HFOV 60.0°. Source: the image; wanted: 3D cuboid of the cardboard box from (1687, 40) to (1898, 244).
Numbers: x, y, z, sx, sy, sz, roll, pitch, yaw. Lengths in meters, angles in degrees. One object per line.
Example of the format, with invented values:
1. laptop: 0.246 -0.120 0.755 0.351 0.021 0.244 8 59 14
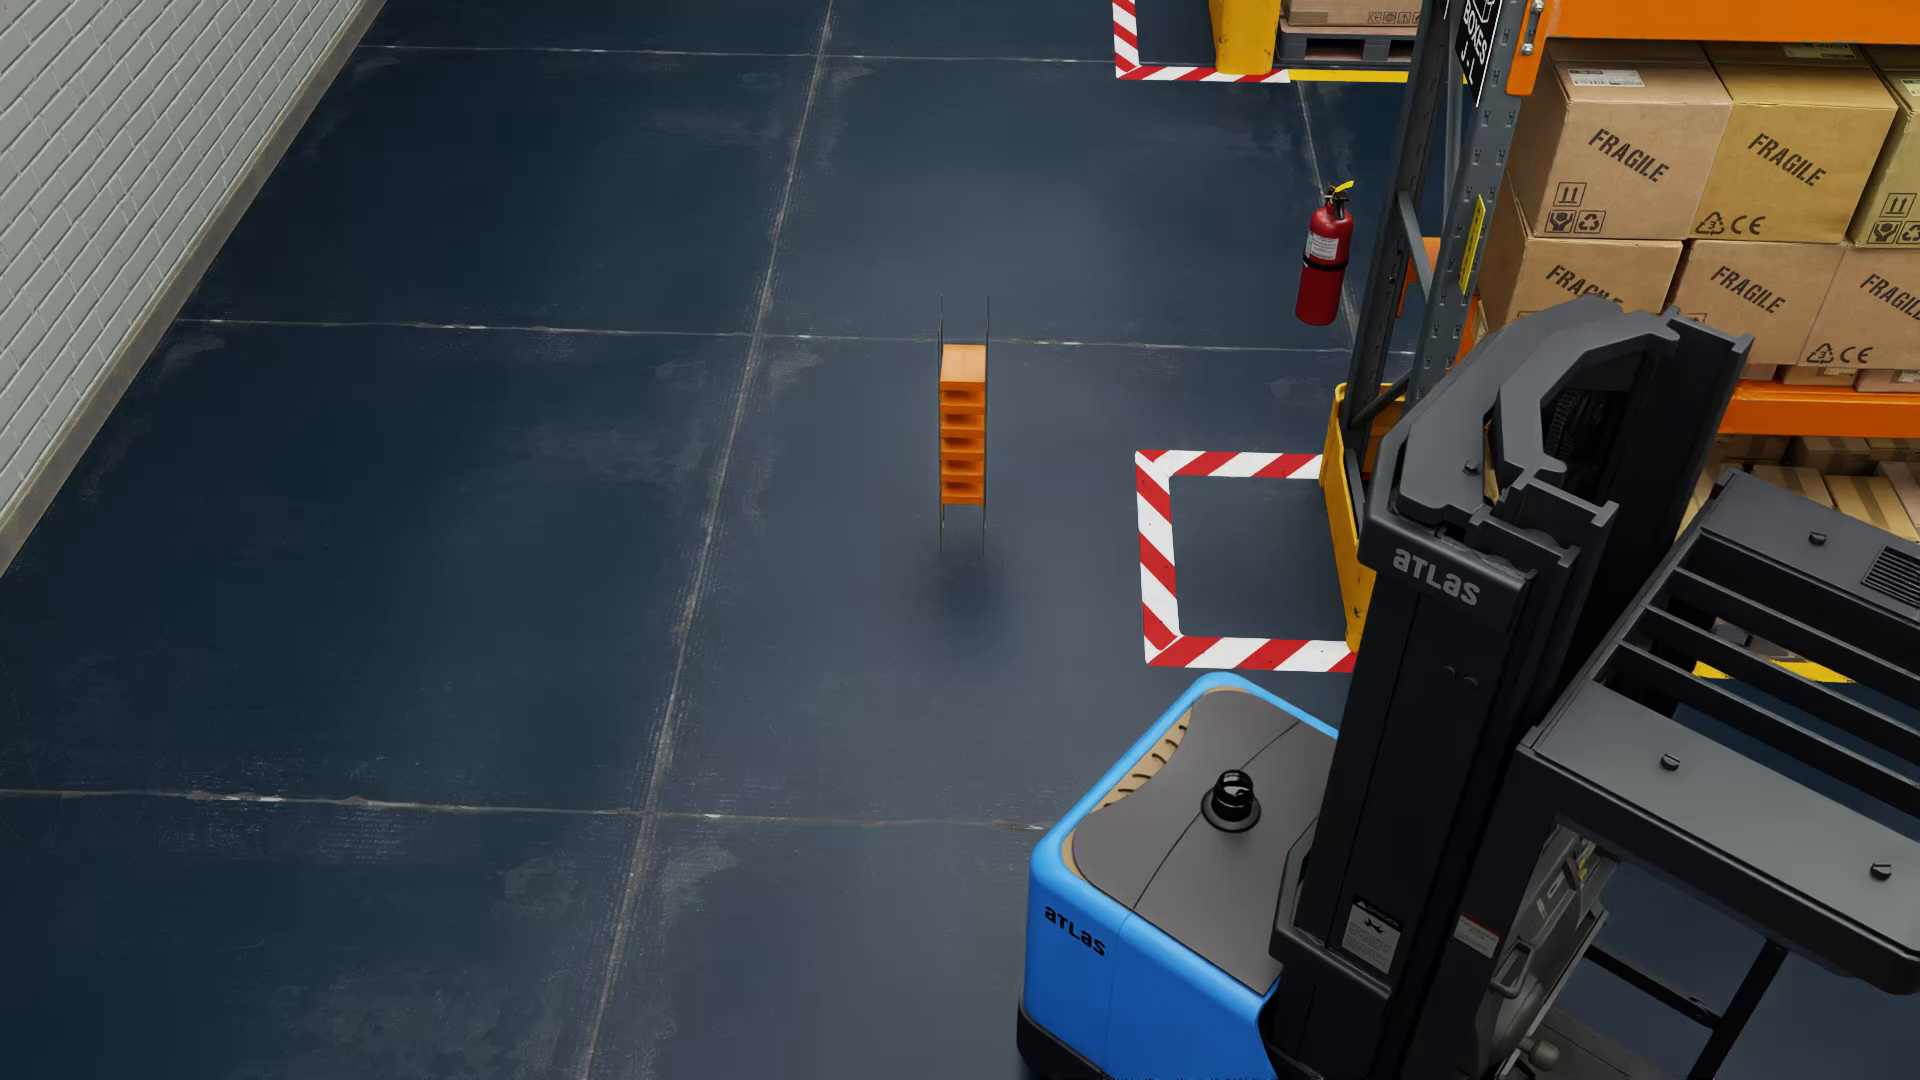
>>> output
1. cardboard box: 2.642 -1.325 5.447 0.500 0.500 0.500 3 43 3

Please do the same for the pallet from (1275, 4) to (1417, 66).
1. pallet: 2.625 -3.402 10.747 1.213 0.211 1.003 2 43 2

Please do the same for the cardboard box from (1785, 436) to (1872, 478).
1. cardboard box: 3.539 -0.431 6.859 0.250 0.149 0.380 0 43 0

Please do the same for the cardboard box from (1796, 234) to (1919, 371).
1. cardboard box: 3.162 -0.940 5.767 0.500 0.500 0.500 2 43 2

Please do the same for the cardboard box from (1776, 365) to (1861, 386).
1. cardboard box: 3.067 -0.730 6.018 0.250 0.149 0.380 1 43 1

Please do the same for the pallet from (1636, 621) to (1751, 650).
1. pallet: 2.587 0.052 7.039 1.213 0.211 1.003 2 43 2

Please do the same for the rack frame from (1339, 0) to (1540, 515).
1. rack frame: 1.701 -1.019 6.144 0.127 3.000 1.000 2 43 2

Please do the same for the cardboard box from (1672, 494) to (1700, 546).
1. cardboard box: 2.736 -0.079 6.481 0.250 0.149 0.380 2 43 2

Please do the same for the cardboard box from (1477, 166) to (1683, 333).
1. cardboard box: 2.137 -0.963 5.792 0.500 0.500 0.500 4 43 4

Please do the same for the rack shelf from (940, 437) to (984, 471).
1. rack shelf: 0.014 -0.406 6.871 0.180 0.103 0.258 2 43 2

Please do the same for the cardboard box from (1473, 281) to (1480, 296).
1. cardboard box: 2.039 -1.110 6.425 0.250 0.149 0.380 2 43 2

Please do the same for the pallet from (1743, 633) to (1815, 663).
1. pallet: 3.802 0.091 6.997 1.213 0.211 1.003 2 43 2

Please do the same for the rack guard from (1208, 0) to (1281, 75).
1. rack guard: 1.799 -3.479 10.618 0.348 0.500 1.175 2 43 2

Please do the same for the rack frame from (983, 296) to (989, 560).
1. rack frame: 0.106 -0.436 6.838 0.006 1.200 0.240 2 43 2

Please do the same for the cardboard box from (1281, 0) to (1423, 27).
1. cardboard box: 2.487 -3.657 10.547 0.875 0.438 0.875 0 43 0

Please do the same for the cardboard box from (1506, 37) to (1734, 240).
1. cardboard box: 2.137 -1.336 5.459 0.500 0.500 0.500 2 43 2

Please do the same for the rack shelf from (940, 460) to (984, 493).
1. rack shelf: 0.014 -0.318 6.953 0.180 0.103 0.258 2 43 2

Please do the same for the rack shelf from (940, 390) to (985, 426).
1. rack shelf: 0.014 -0.582 6.707 0.180 0.103 0.258 2 43 2

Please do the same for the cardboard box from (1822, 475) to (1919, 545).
1. cardboard box: 3.525 -0.073 6.475 0.250 0.149 0.380 2 43 3

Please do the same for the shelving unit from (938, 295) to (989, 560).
1. shelving unit: 0.014 -0.439 6.841 0.189 1.200 0.258 2 43 2

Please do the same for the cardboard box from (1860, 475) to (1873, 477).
1. cardboard box: 3.810 -0.385 7.028 0.250 0.149 0.380 2 43 2

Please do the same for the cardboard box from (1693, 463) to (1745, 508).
1. cardboard box: 2.987 -0.128 6.533 0.250 0.149 0.380 0 43 0

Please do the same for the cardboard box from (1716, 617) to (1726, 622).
1. cardboard box: 2.974 0.142 6.681 0.250 0.149 0.380 2 43 2

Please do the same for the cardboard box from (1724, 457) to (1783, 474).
1. cardboard box: 3.278 -0.395 7.039 0.250 0.149 0.380 2 43 3

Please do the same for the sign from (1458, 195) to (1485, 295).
1. sign: 1.677 -0.967 5.452 0.005 0.325 0.100 2 43 2

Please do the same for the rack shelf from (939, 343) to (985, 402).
1. rack shelf: 0.014 -0.669 6.625 0.180 0.103 0.258 2 43 2

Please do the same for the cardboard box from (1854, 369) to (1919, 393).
1. cardboard box: 3.312 -0.704 5.989 0.250 0.149 0.380 1 43 1

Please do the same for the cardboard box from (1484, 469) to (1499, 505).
1. cardboard box: 2.209 -0.100 6.504 0.250 0.149 0.380 0 43 0

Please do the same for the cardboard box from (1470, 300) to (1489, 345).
1. cardboard box: 2.010 -0.694 5.979 0.250 0.149 0.380 1 43 2

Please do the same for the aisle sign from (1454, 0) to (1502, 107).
1. aisle sign: 1.614 -1.769 5.041 0.004 0.787 0.394 2 43 2

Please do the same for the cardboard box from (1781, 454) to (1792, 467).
1. cardboard box: 3.533 -0.375 7.017 0.250 0.149 0.380 4 43 4

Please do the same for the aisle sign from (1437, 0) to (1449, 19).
1. aisle sign: 1.641 -2.177 5.479 0.004 0.787 0.394 2 43 2

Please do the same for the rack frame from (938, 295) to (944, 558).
1. rack frame: -0.077 -0.441 6.844 0.006 1.200 0.240 2 43 2

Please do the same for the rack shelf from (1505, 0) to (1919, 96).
1. rack shelf: 3.699 -1.792 5.301 4.000 0.370 1.077 2 43 2

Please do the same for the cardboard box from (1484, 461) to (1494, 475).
1. cardboard box: 2.241 -0.417 7.062 0.250 0.149 0.380 1 43 1

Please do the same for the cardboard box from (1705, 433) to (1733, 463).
1. cardboard box: 3.010 -0.485 6.917 0.250 0.149 0.380 0 43 0

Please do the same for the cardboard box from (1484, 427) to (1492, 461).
1. cardboard box: 2.241 -0.504 6.937 0.250 0.149 0.380 2 43 2

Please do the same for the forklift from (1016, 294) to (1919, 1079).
1. forklift: 1.642 0.997 4.030 3.031 2.935 1.130 29 50 28

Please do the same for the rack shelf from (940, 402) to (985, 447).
1. rack shelf: 0.014 -0.494 6.789 0.180 0.103 0.258 2 43 2

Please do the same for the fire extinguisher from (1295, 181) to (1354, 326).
1. fire extinguisher: 1.470 -1.177 6.643 0.183 0.674 0.296 2 43 2

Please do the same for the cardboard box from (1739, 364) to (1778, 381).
1. cardboard box: 2.797 -0.755 6.045 0.250 0.149 0.380 4 43 4

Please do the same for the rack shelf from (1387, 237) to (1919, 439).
1. rack shelf: 3.699 -0.695 6.323 4.000 0.370 1.077 2 43 2

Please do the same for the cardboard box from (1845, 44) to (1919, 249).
1. cardboard box: 3.160 -1.294 5.413 0.500 0.500 0.500 1 43 1

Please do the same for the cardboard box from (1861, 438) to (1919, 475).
1. cardboard box: 3.802 -0.442 6.871 0.250 0.149 0.380 2 43 2

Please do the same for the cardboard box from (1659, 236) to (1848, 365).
1. cardboard box: 2.673 -0.964 5.793 0.500 0.500 0.500 2 43 2

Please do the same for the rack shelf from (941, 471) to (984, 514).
1. rack shelf: 0.014 -0.230 7.034 0.180 0.103 0.258 2 43 2
